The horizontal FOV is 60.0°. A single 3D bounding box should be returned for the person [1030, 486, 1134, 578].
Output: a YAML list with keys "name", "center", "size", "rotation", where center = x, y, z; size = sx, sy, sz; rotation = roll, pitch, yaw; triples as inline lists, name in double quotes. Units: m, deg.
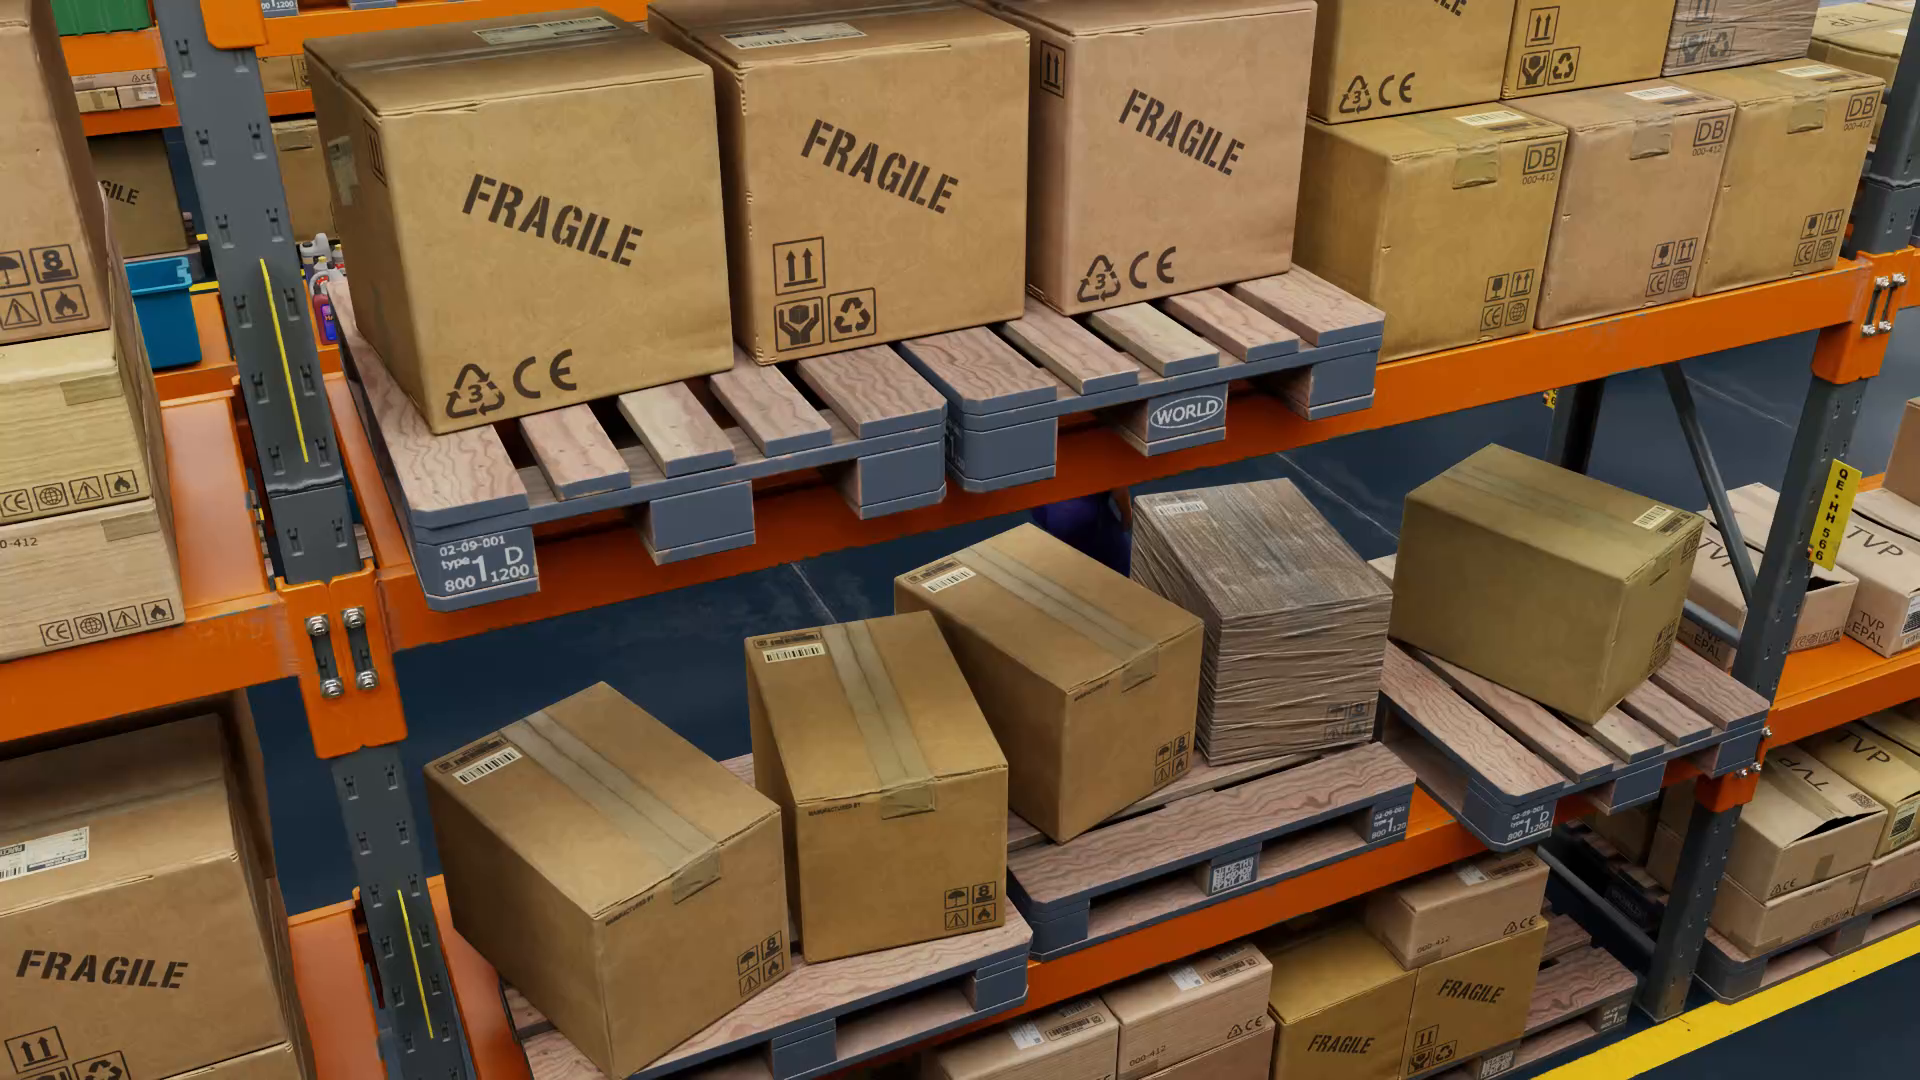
- name: "person"
  center: [0.565, -0.162, 7.557]
  size: [0.485, 1.534, 0.515]
  rotation: [-12, 32, -21]
